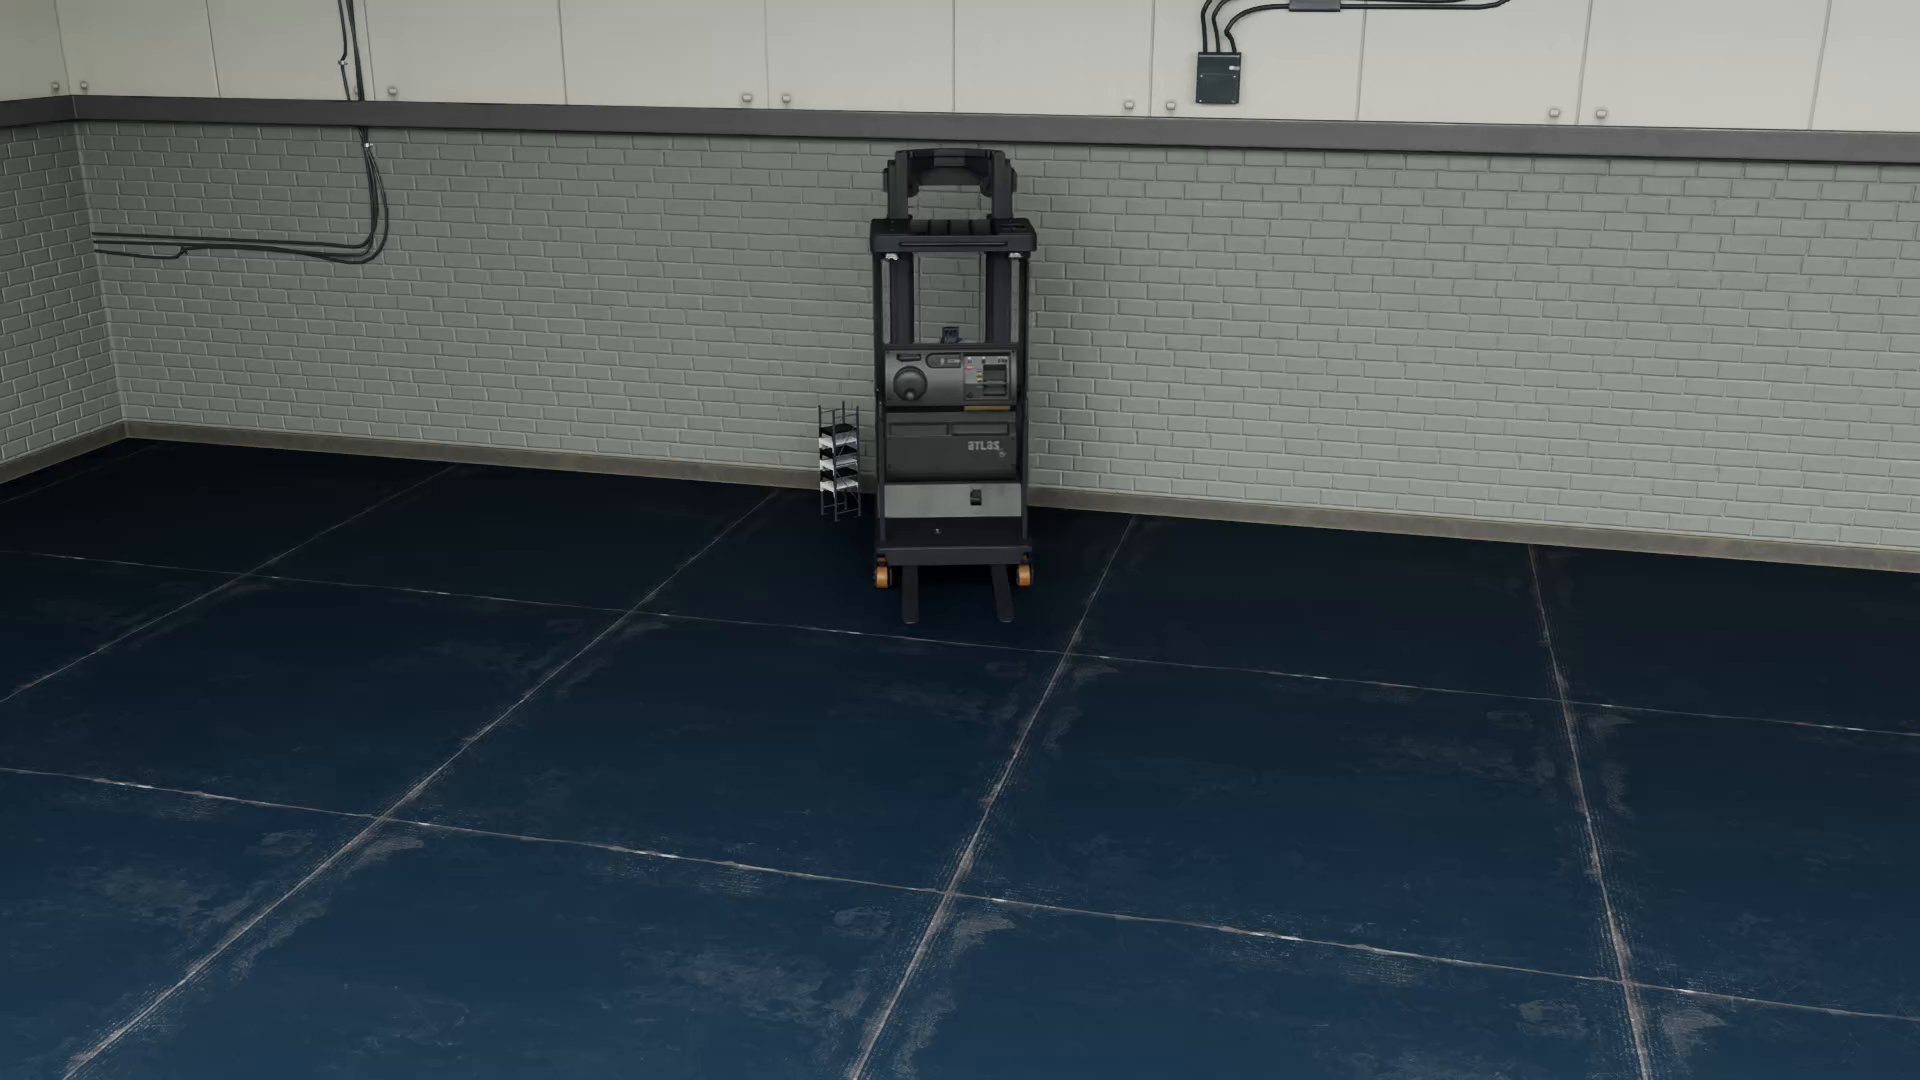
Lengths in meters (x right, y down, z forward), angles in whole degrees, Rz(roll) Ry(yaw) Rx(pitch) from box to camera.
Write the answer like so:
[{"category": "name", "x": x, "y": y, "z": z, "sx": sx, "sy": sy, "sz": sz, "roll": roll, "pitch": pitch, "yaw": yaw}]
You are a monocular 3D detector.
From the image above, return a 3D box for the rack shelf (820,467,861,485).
[{"category": "rack shelf", "x": -0.948, "y": -0.506, "z": 13.157, "sx": 0.258, "sy": 0.077, "sz": 0.200, "roll": -13, "pitch": 23, "yaw": -34}]

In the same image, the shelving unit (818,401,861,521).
[{"category": "shelving unit", "x": -0.948, "y": -0.622, "z": 13.118, "sx": 0.258, "sy": 0.900, "sz": 0.210, "roll": -13, "pitch": 23, "yaw": -34}]

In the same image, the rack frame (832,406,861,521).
[{"category": "rack frame", "x": -0.888, "y": -0.596, "z": 13.040, "sx": 0.240, "sy": 0.900, "sz": 0.006, "roll": -13, "pitch": 23, "yaw": -34}]

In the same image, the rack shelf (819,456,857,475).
[{"category": "rack shelf", "x": -0.948, "y": -0.591, "z": 13.128, "sx": 0.258, "sy": 0.077, "sz": 0.200, "roll": -13, "pitch": 23, "yaw": -34}]

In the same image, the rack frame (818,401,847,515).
[{"category": "rack frame", "x": -1.009, "y": -0.649, "z": 13.195, "sx": 0.240, "sy": 0.900, "sz": 0.006, "roll": -13, "pitch": 23, "yaw": -34}]

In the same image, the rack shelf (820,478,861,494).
[{"category": "rack shelf", "x": -0.948, "y": -0.421, "z": 13.187, "sx": 0.258, "sy": 0.077, "sz": 0.200, "roll": -13, "pitch": 23, "yaw": -34}]

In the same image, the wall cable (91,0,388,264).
[{"category": "wall cable", "x": -6.359, "y": -3.622, "z": 14.174, "sx": 3.097, "sy": 2.526, "sz": 0.112, "roll": 5, "pitch": 19, "yaw": 13}]

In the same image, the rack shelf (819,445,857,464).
[{"category": "rack shelf", "x": -0.948, "y": -0.676, "z": 13.099, "sx": 0.258, "sy": 0.077, "sz": 0.200, "roll": -13, "pitch": 23, "yaw": -34}]

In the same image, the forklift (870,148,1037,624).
[{"category": "forklift", "x": -0.055, "y": -1.147, "z": 11.511, "sx": 1.130, "sy": 2.935, "sz": 3.031, "roll": -1, "pitch": 19, "yaw": -2}]

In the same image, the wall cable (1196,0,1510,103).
[{"category": "wall cable", "x": 2.843, "y": -5.946, "z": 10.913, "sx": 2.305, "sy": 6.003, "sz": 0.169, "roll": 5, "pitch": 19, "yaw": 13}]

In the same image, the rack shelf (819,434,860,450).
[{"category": "rack shelf", "x": -0.948, "y": -0.761, "z": 13.070, "sx": 0.258, "sy": 0.077, "sz": 0.200, "roll": -13, "pitch": 23, "yaw": -34}]

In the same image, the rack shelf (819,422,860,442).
[{"category": "rack shelf", "x": -0.948, "y": -0.846, "z": 13.041, "sx": 0.258, "sy": 0.077, "sz": 0.200, "roll": -13, "pitch": 23, "yaw": -34}]
